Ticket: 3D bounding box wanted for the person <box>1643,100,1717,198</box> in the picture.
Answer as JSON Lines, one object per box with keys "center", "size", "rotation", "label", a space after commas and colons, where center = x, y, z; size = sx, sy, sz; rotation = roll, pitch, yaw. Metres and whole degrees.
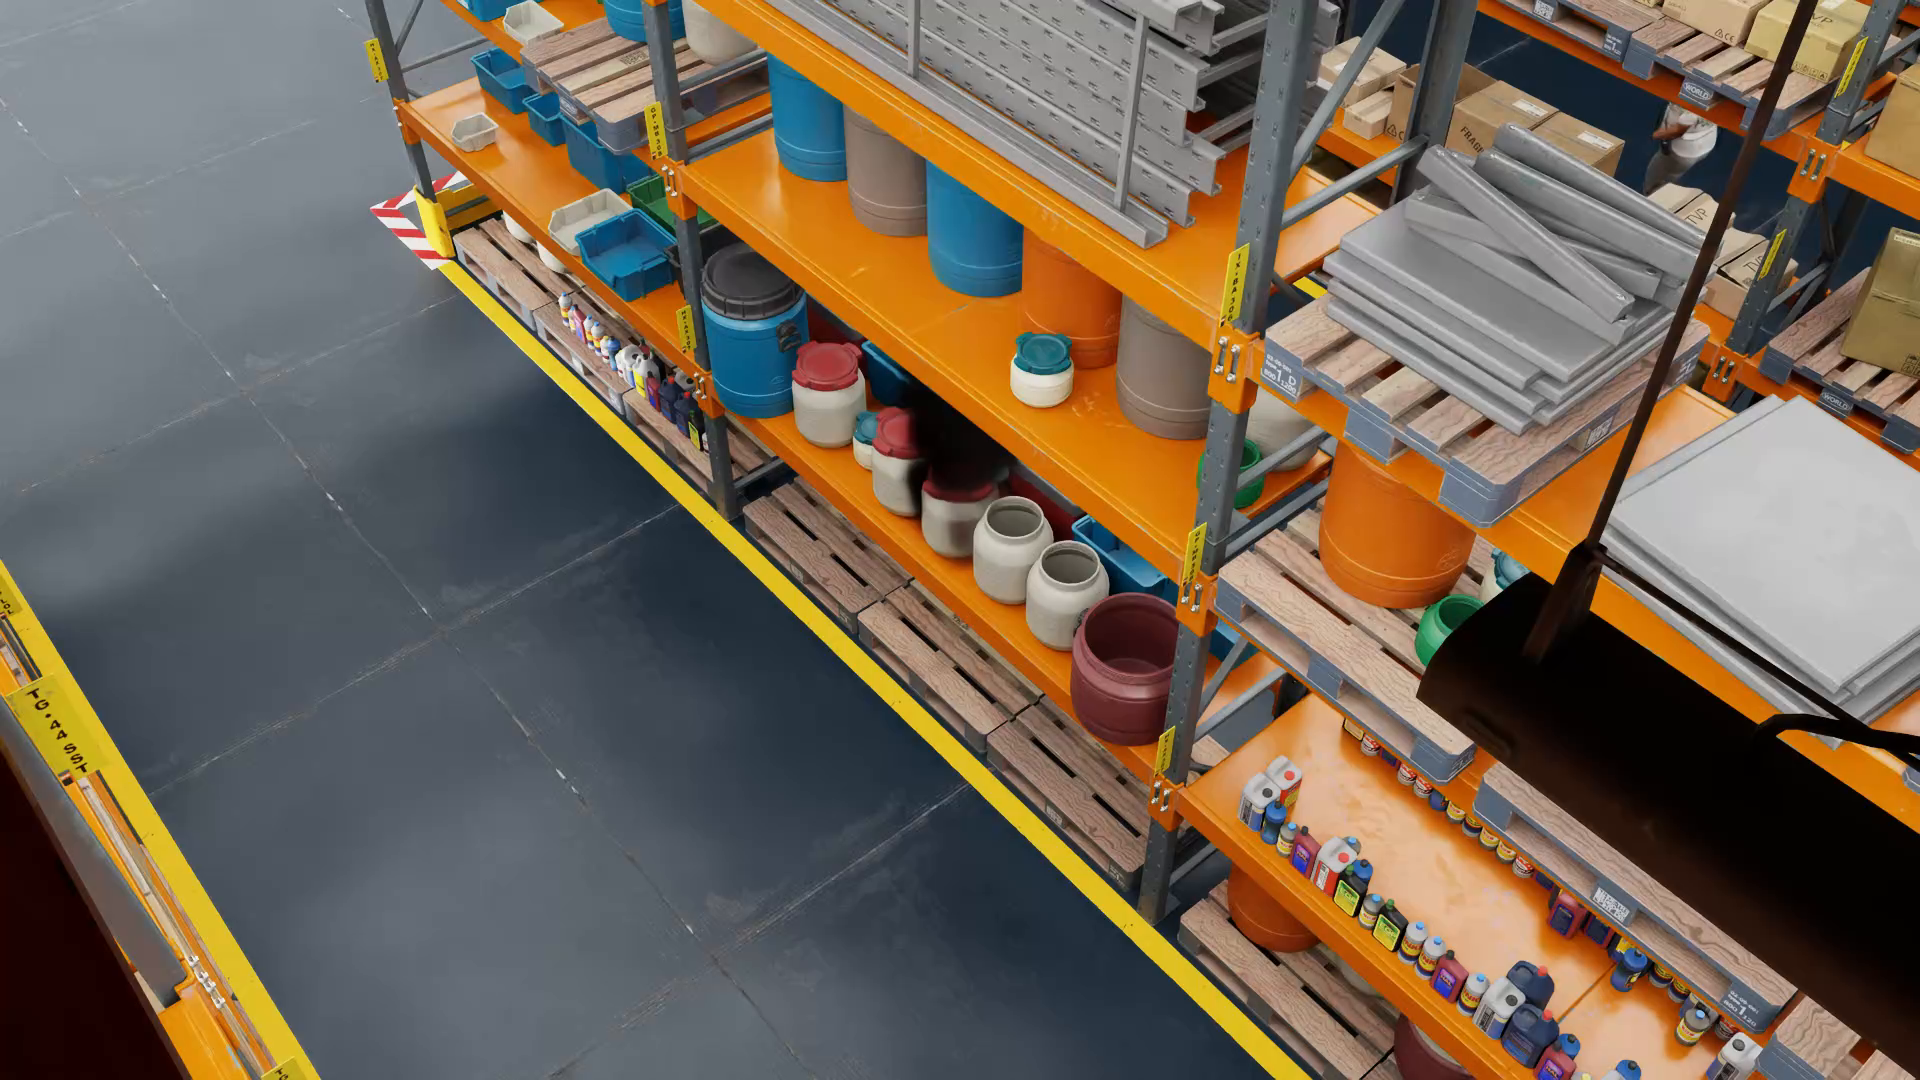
{"center": [5.562, -2.972, 12.692], "size": [0.618, 1.638, 0.731], "rotation": [-30, 53, -25], "label": "person"}
